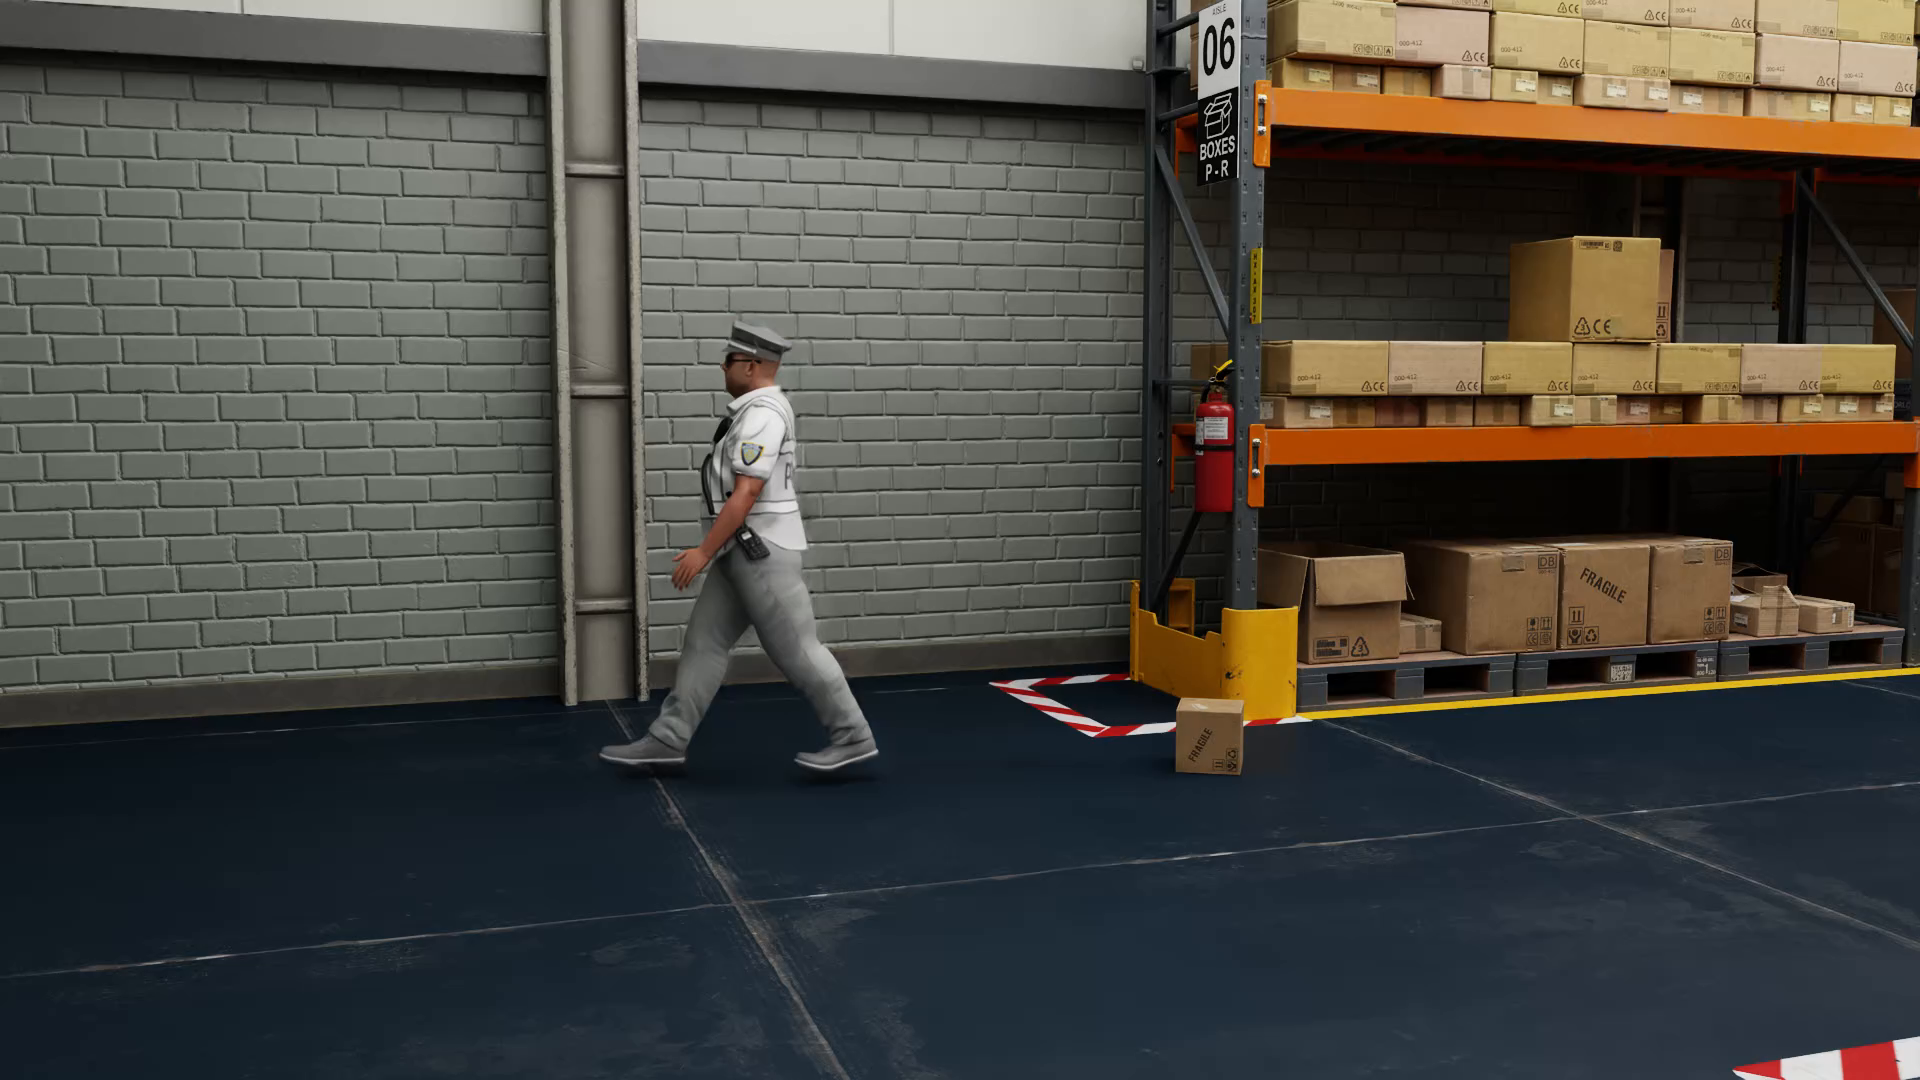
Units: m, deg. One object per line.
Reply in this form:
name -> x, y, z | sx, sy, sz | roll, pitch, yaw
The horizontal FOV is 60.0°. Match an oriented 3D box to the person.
person -> -0.851, 0.028, 6.276 | 1.051, 1.701, 0.547 | -1, 6, -9
